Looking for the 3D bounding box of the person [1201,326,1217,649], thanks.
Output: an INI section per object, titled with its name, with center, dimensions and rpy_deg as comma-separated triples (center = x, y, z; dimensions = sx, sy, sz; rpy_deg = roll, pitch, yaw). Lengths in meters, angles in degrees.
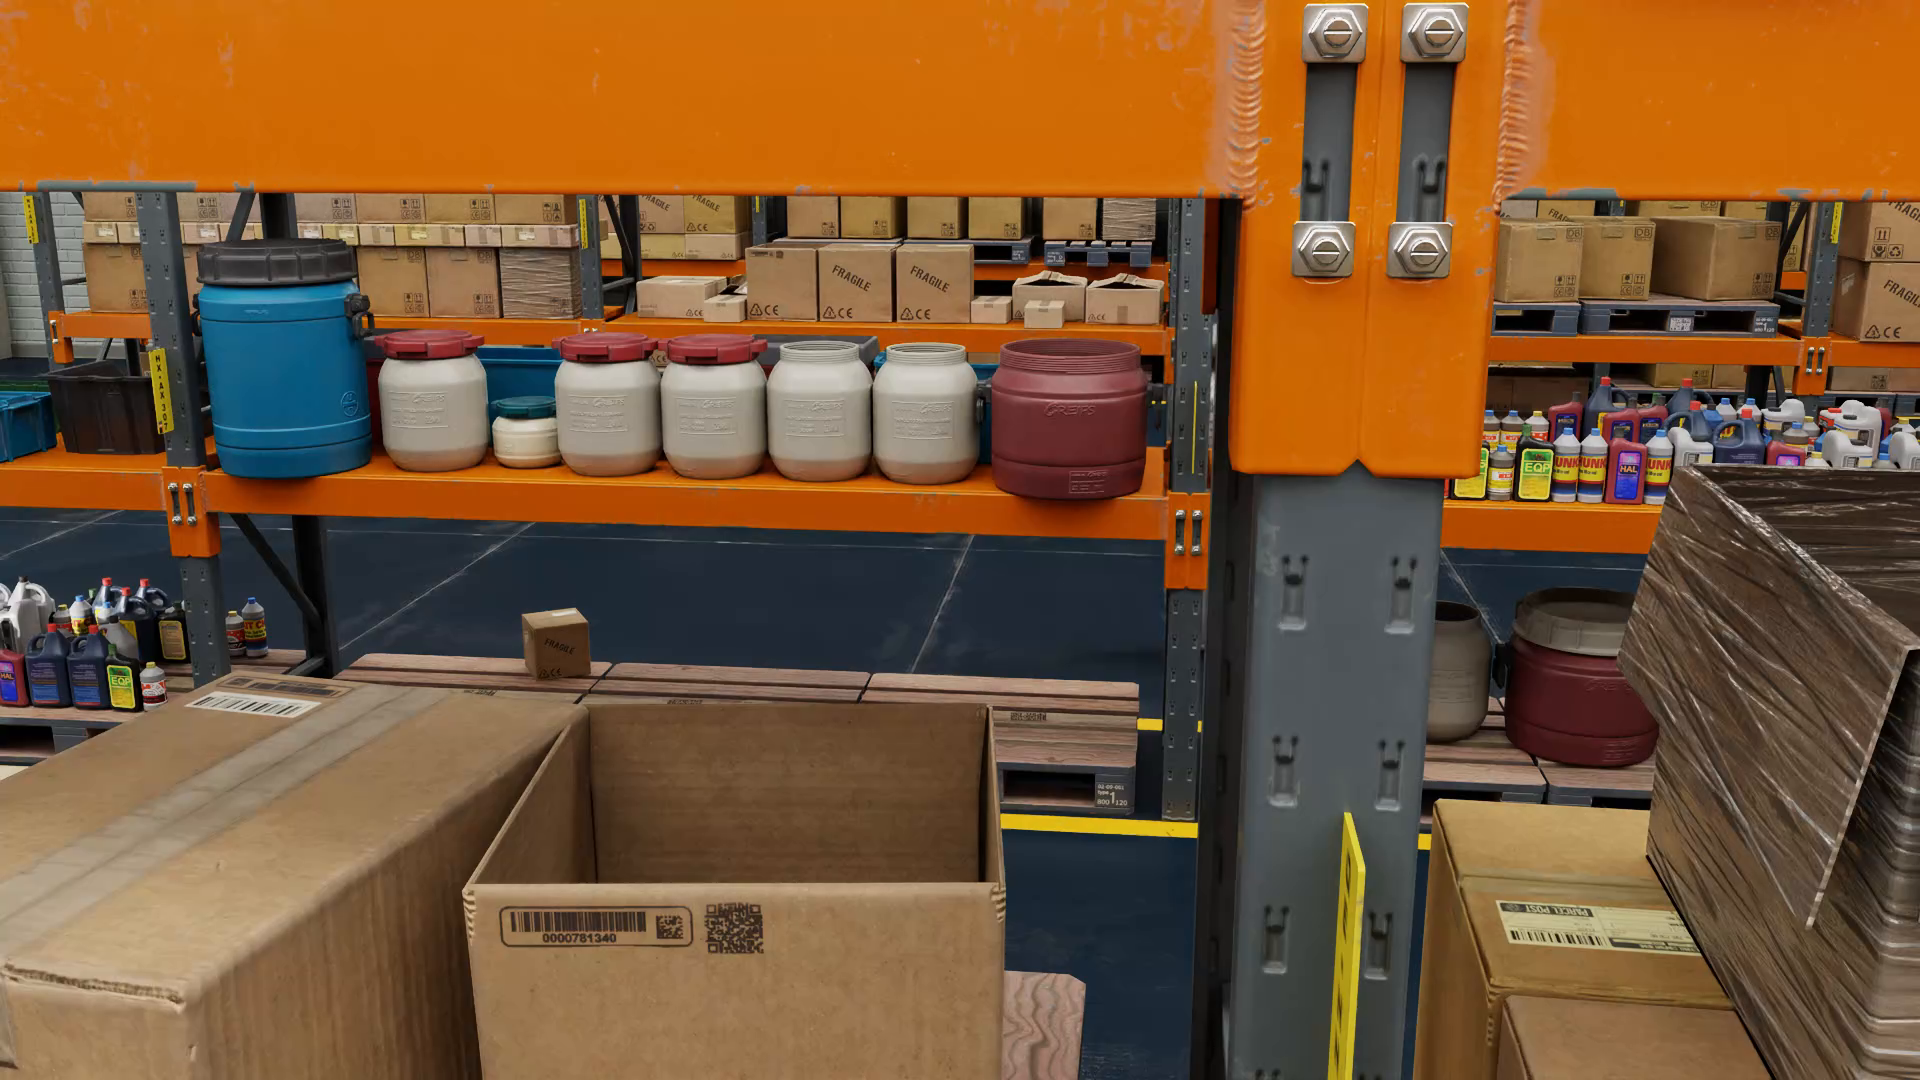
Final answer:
[person]
center = 1.374, -0.267, 8.403
dimensions = 0.422, 1.690, 0.450
rpy_deg = -4, 15, -16
